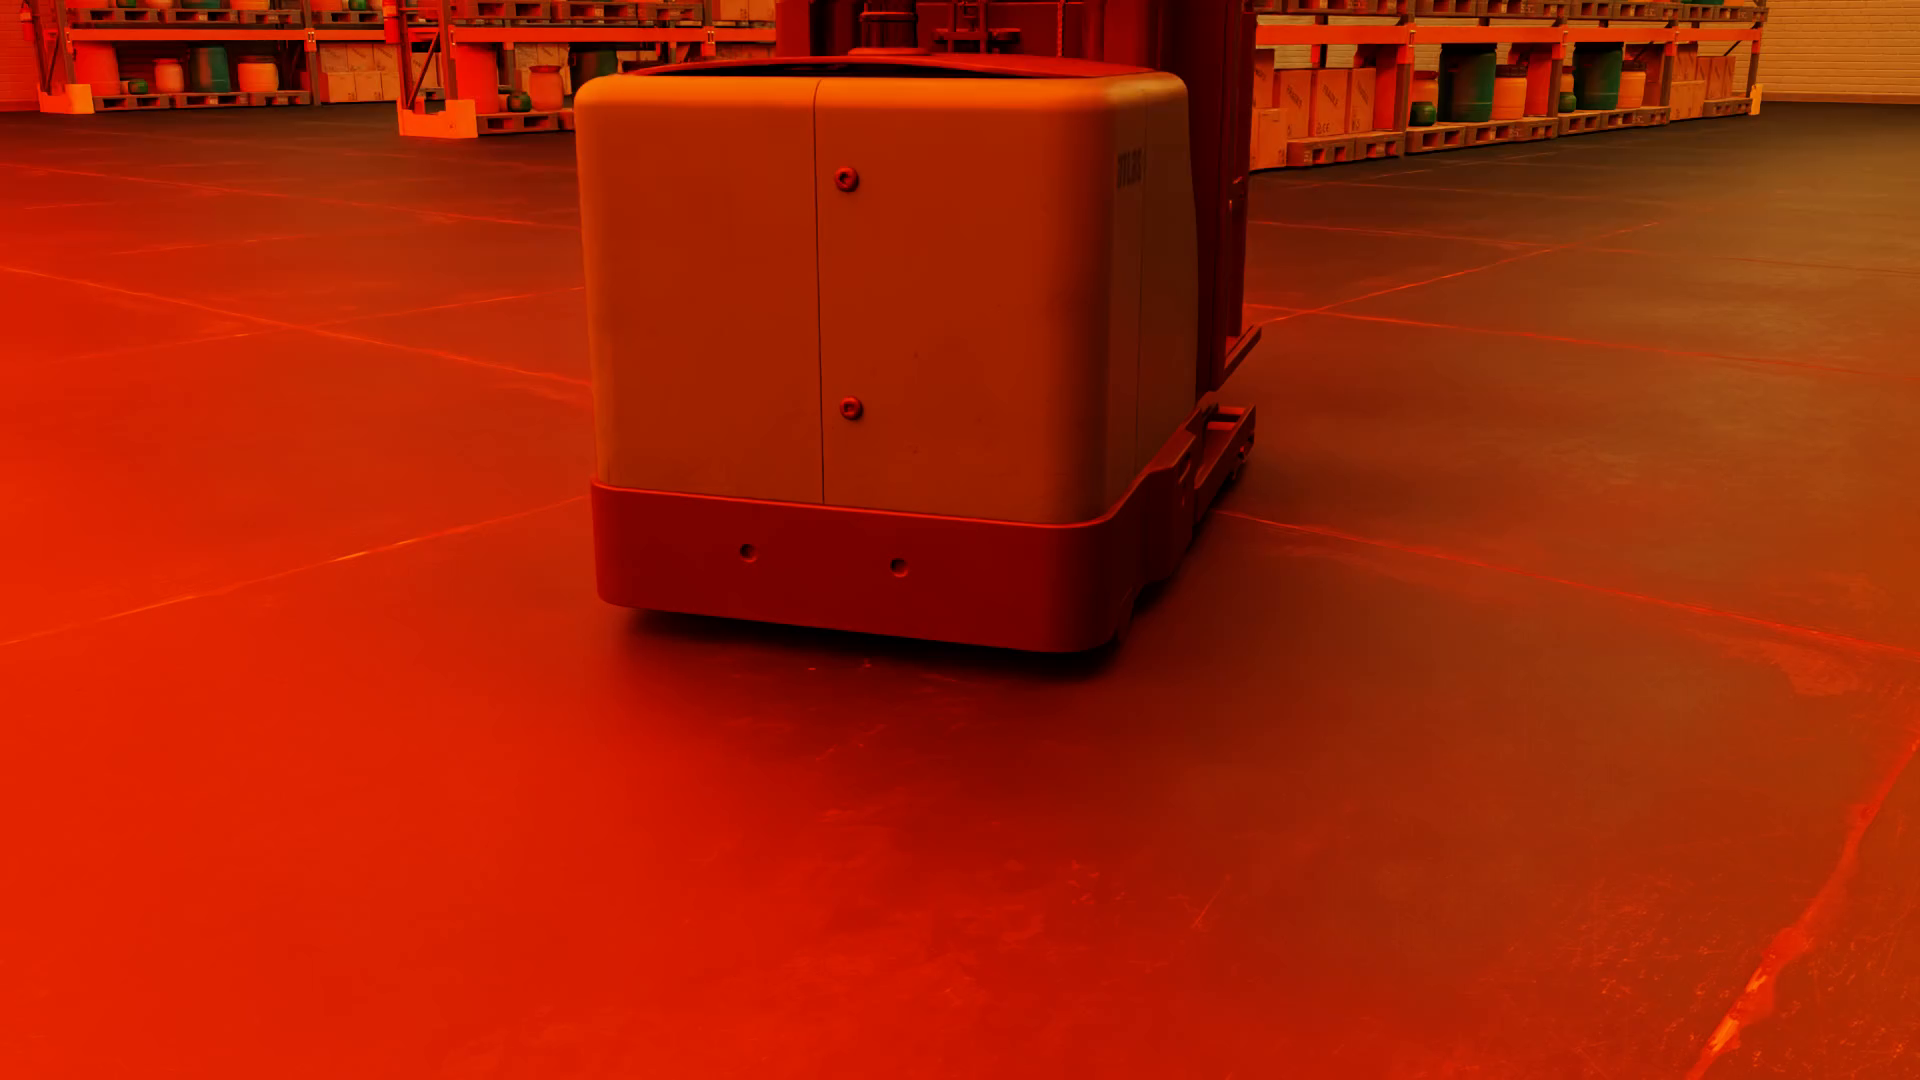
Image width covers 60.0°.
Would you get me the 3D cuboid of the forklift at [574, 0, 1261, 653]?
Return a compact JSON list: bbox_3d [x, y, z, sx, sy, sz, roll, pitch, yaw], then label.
[{"bbox_3d":[0.197,-1.585,4.118,1.130,2.935,3.031,5,18,17],"label":"forklift"}]
